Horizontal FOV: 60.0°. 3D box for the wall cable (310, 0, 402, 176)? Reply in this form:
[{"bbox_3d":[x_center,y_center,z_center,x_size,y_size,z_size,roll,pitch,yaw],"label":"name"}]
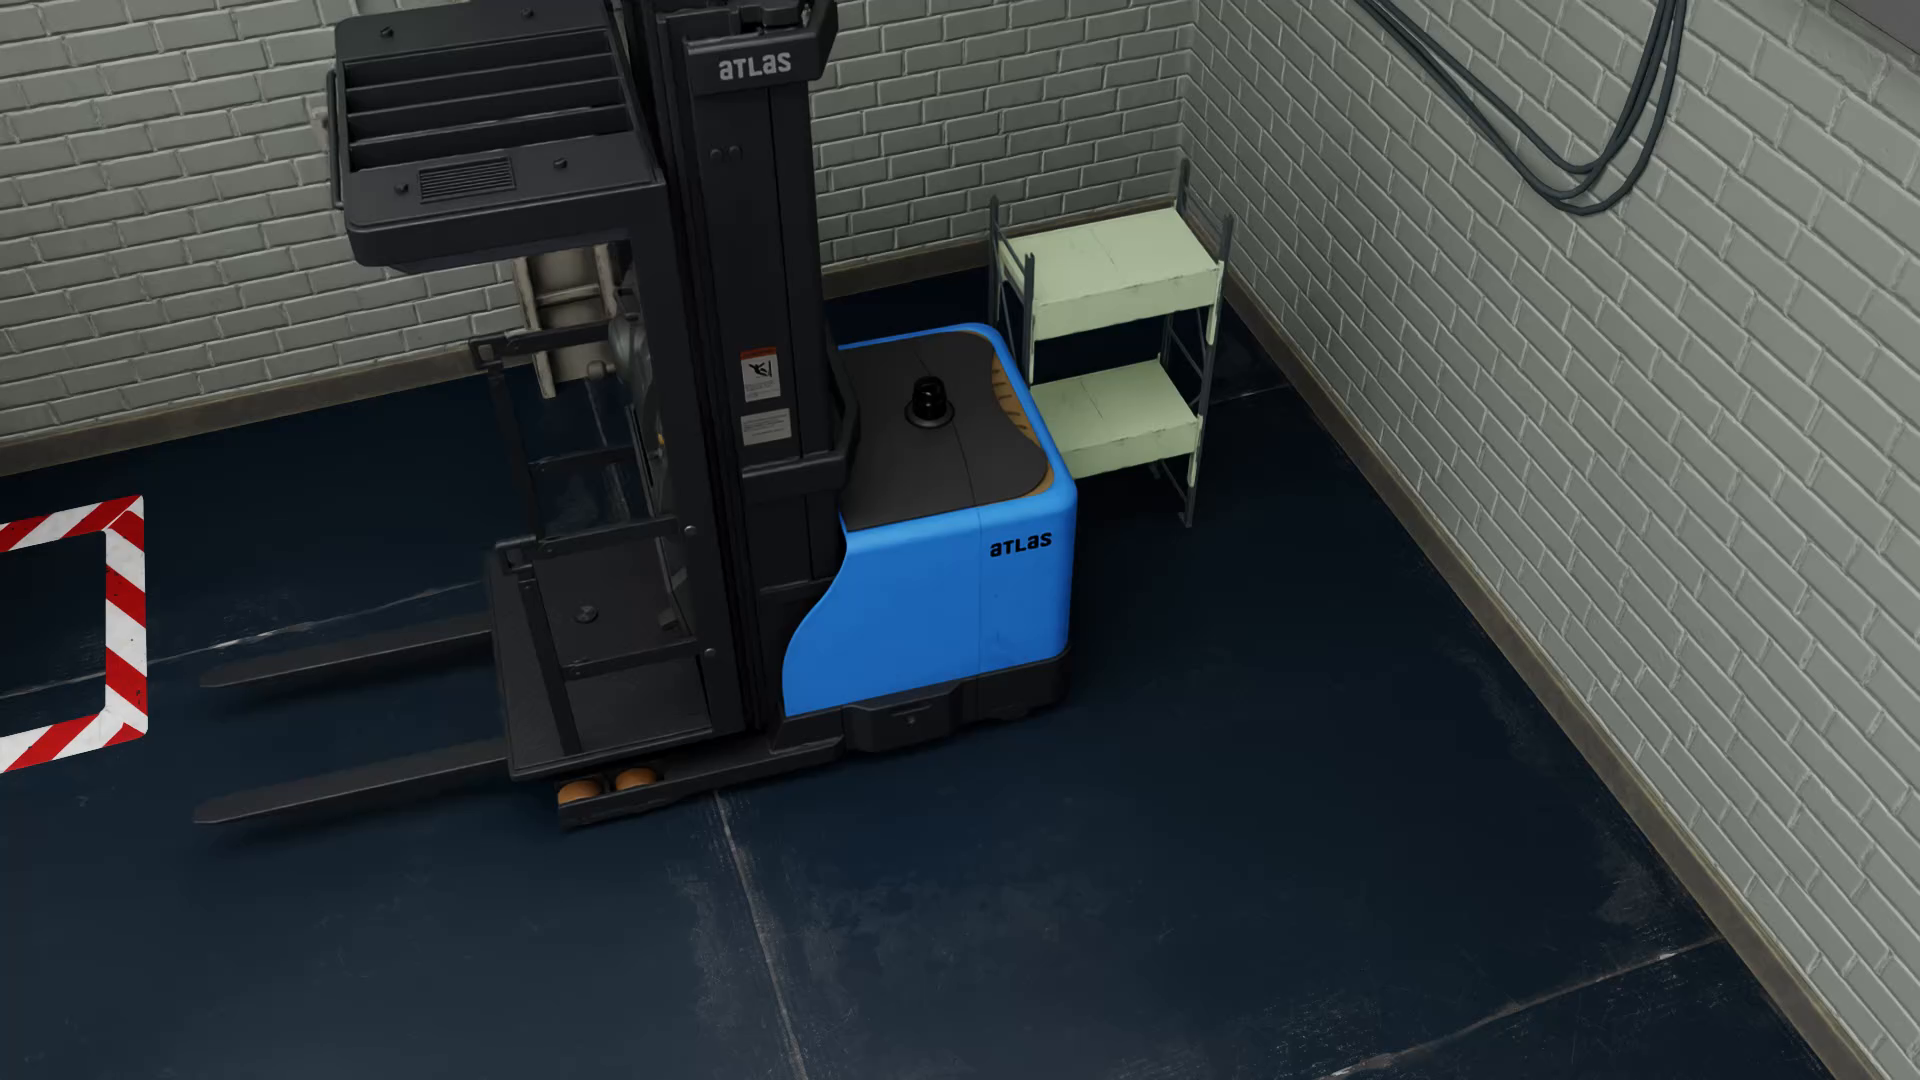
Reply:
[{"bbox_3d":[-3.074,-1.906,5.814,1.851,1.984,0.084,-14,47,-14],"label":"wall cable"}]

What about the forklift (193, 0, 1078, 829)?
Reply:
[{"bbox_3d":[-1.175,-0.465,5.145,3.031,2.935,1.130,-12,46,-11],"label":"forklift"}]

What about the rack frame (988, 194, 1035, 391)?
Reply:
[{"bbox_3d":[0.179,-0.549,6.239,0.023,1.500,0.400,-13,47,-13],"label":"rack frame"}]

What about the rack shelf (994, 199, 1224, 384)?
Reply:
[{"bbox_3d":[0.526,-0.907,6.044,0.720,0.370,0.431,-13,47,-13],"label":"rack shelf"}]

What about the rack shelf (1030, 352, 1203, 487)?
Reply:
[{"bbox_3d":[0.526,-0.401,6.551,0.720,0.370,0.431,-13,47,-13],"label":"rack shelf"}]

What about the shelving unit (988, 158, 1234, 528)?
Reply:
[{"bbox_3d":[0.526,-0.631,6.320,0.755,1.500,0.431,-13,47,-13],"label":"shelving unit"}]

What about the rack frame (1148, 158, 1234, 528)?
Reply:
[{"bbox_3d":[0.873,-0.714,6.402,0.023,1.500,0.400,-13,47,-13],"label":"rack frame"}]

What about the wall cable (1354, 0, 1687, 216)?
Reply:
[{"bbox_3d":[1.484,-2.753,5.332,0.112,2.526,3.097,-14,47,-14],"label":"wall cable"}]

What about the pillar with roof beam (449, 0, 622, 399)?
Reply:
[{"bbox_3d":[-0.249,-1.084,1.477,0.400,9.000,9.100,-14,47,-14],"label":"pillar with roof beam"}]
